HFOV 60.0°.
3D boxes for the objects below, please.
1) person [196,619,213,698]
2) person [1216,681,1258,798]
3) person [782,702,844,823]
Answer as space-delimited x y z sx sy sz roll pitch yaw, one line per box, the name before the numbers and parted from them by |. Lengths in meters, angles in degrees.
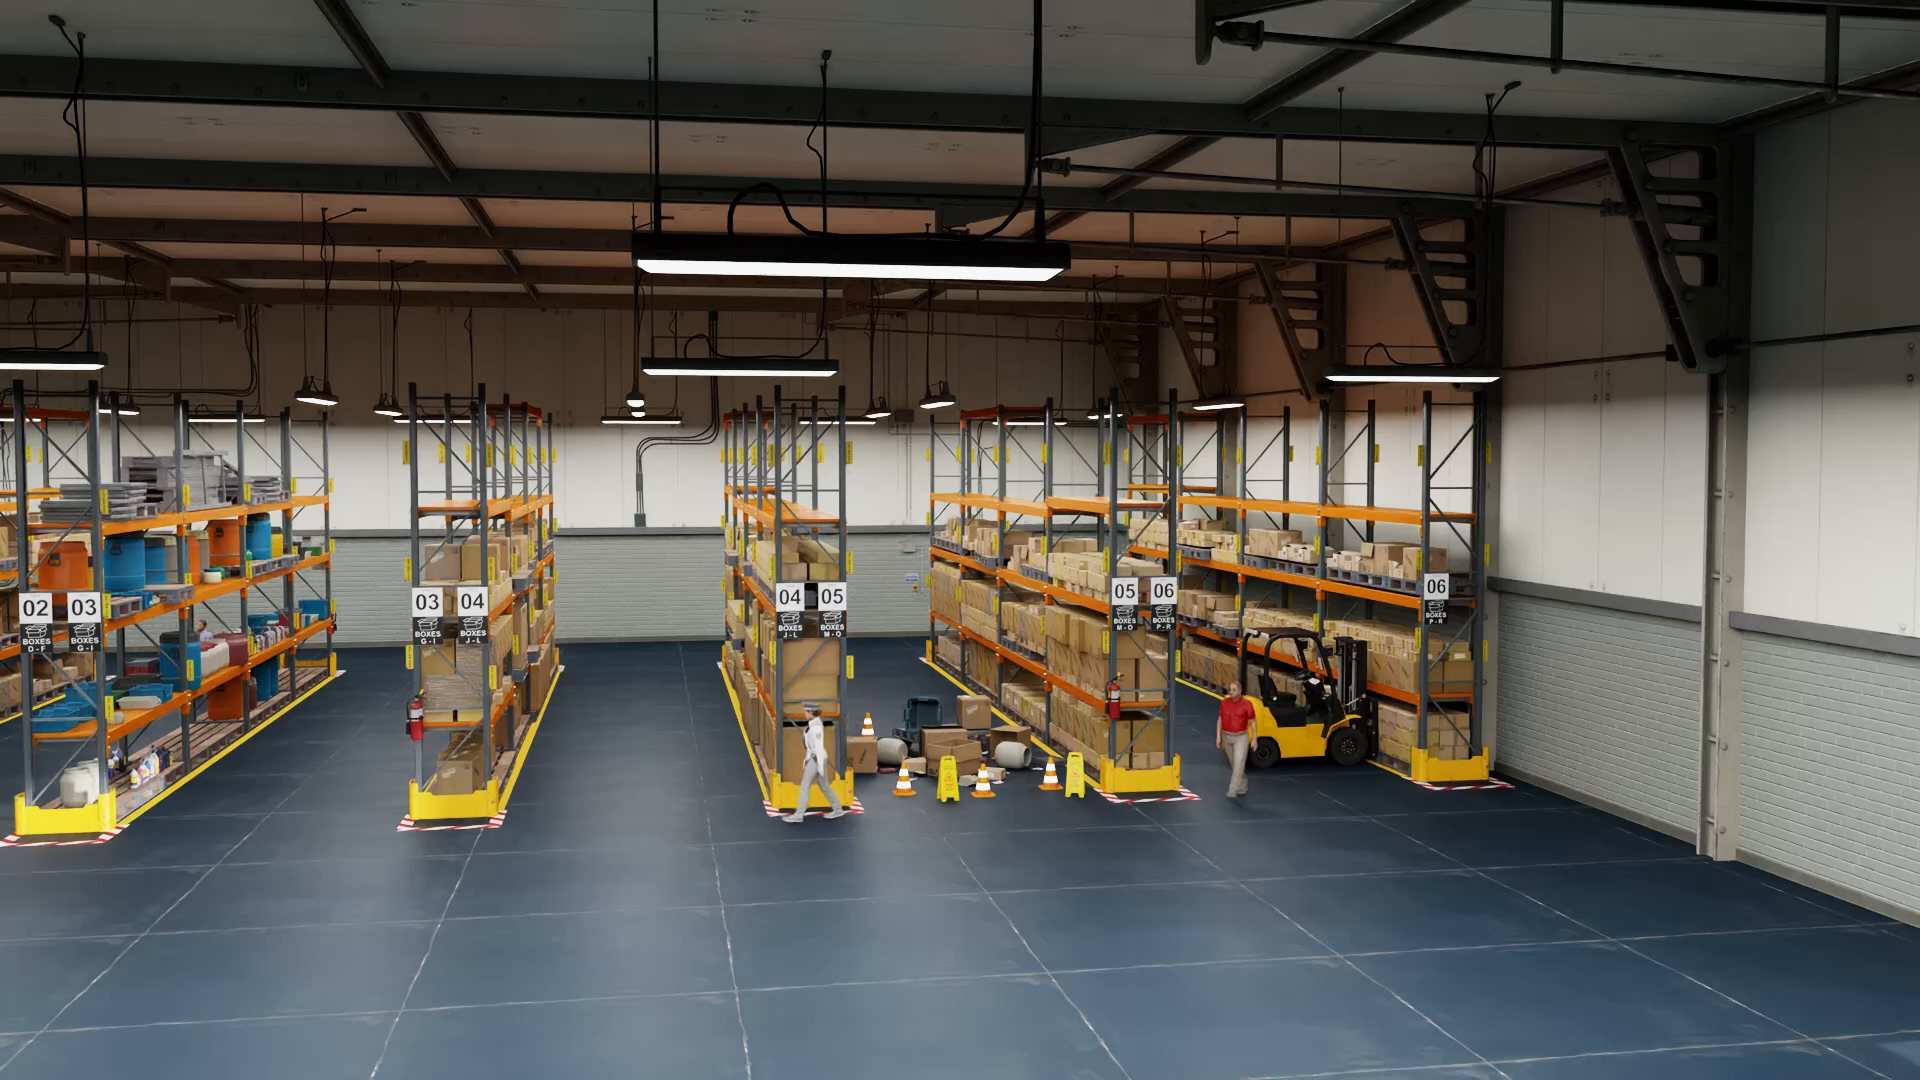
person | -15.571 2.444 34.167 0.561 1.647 0.496 1 3 21
person | 3.971 2.908 24.220 0.581 1.685 1.004 2 4 40
person | -2.011 3.024 22.783 0.837 1.626 0.517 0 3 -4
